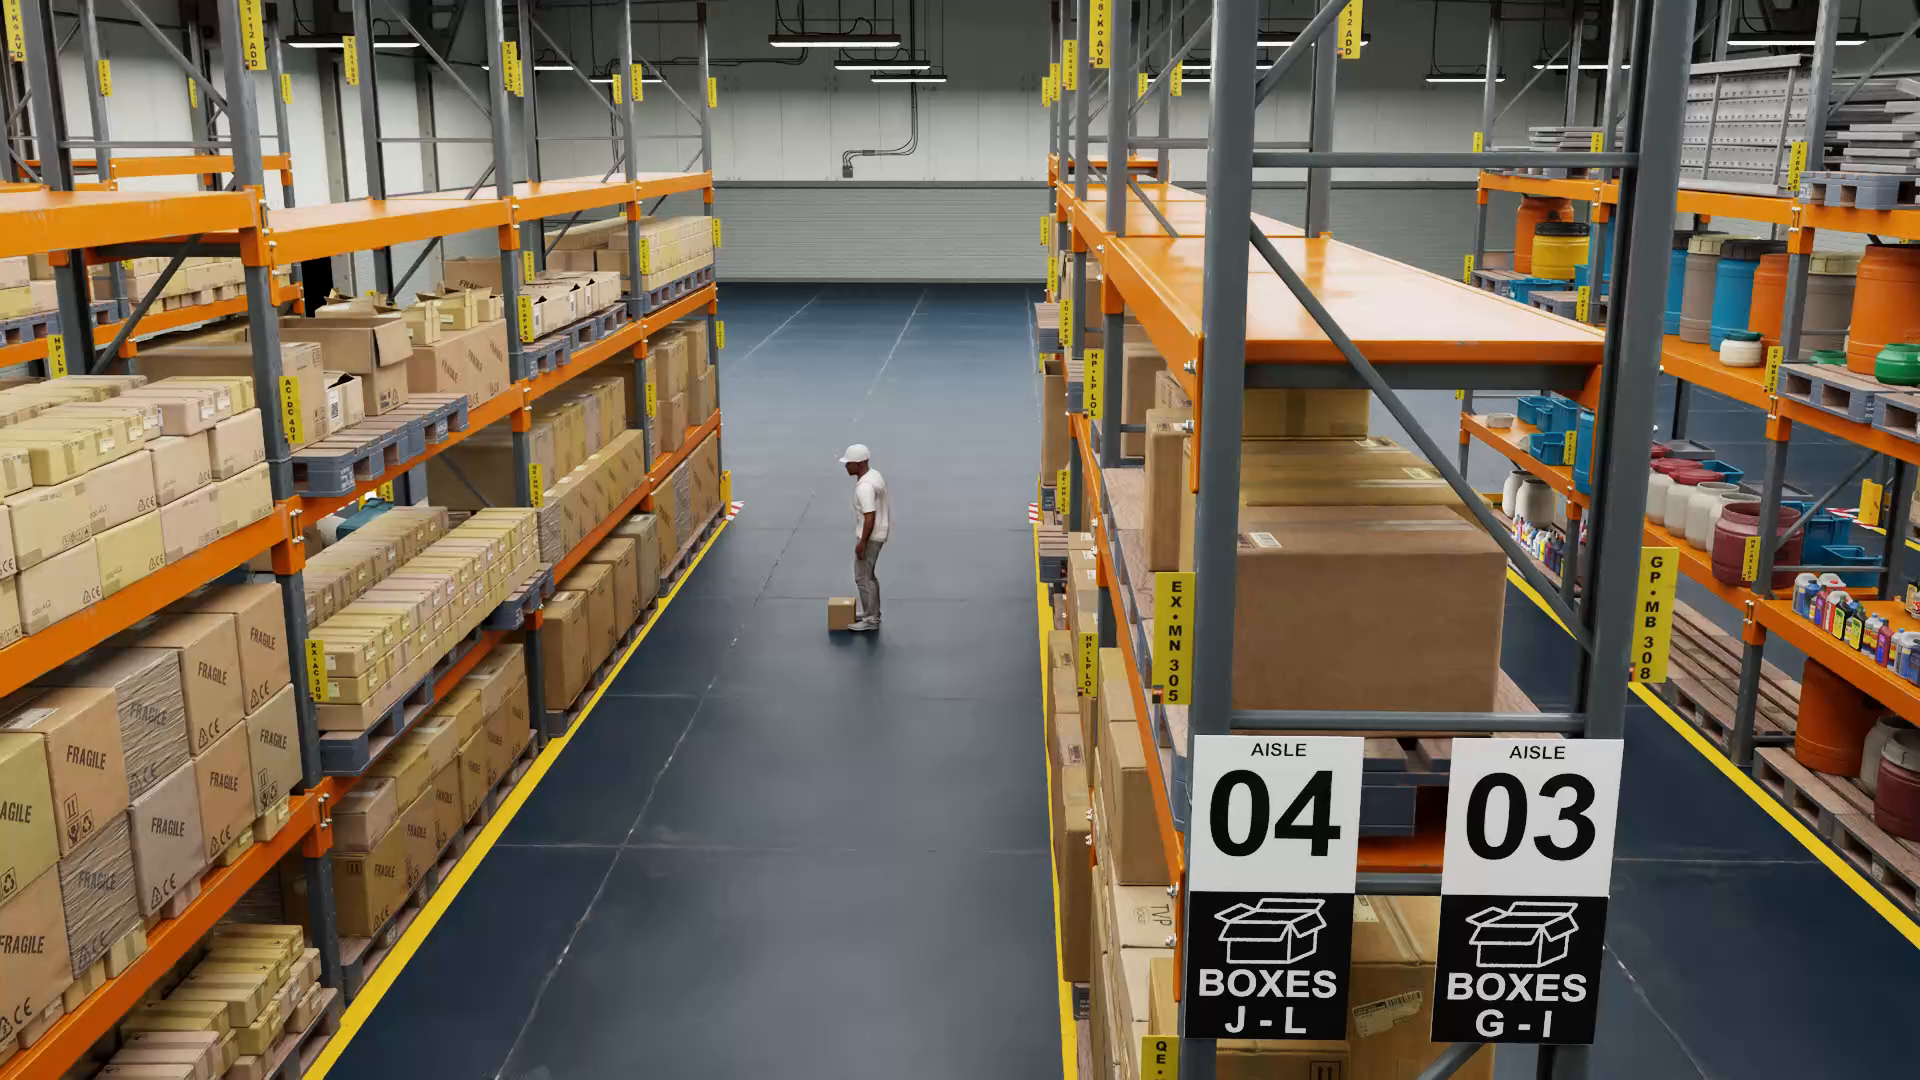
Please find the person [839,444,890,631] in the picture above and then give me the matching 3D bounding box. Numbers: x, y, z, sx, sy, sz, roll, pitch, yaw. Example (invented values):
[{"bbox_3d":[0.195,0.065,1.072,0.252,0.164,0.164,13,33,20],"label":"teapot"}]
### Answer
[{"bbox_3d":[-0.887,-0.037,15.609,0.460,1.760,0.625,0,14,1],"label":"person"}]
